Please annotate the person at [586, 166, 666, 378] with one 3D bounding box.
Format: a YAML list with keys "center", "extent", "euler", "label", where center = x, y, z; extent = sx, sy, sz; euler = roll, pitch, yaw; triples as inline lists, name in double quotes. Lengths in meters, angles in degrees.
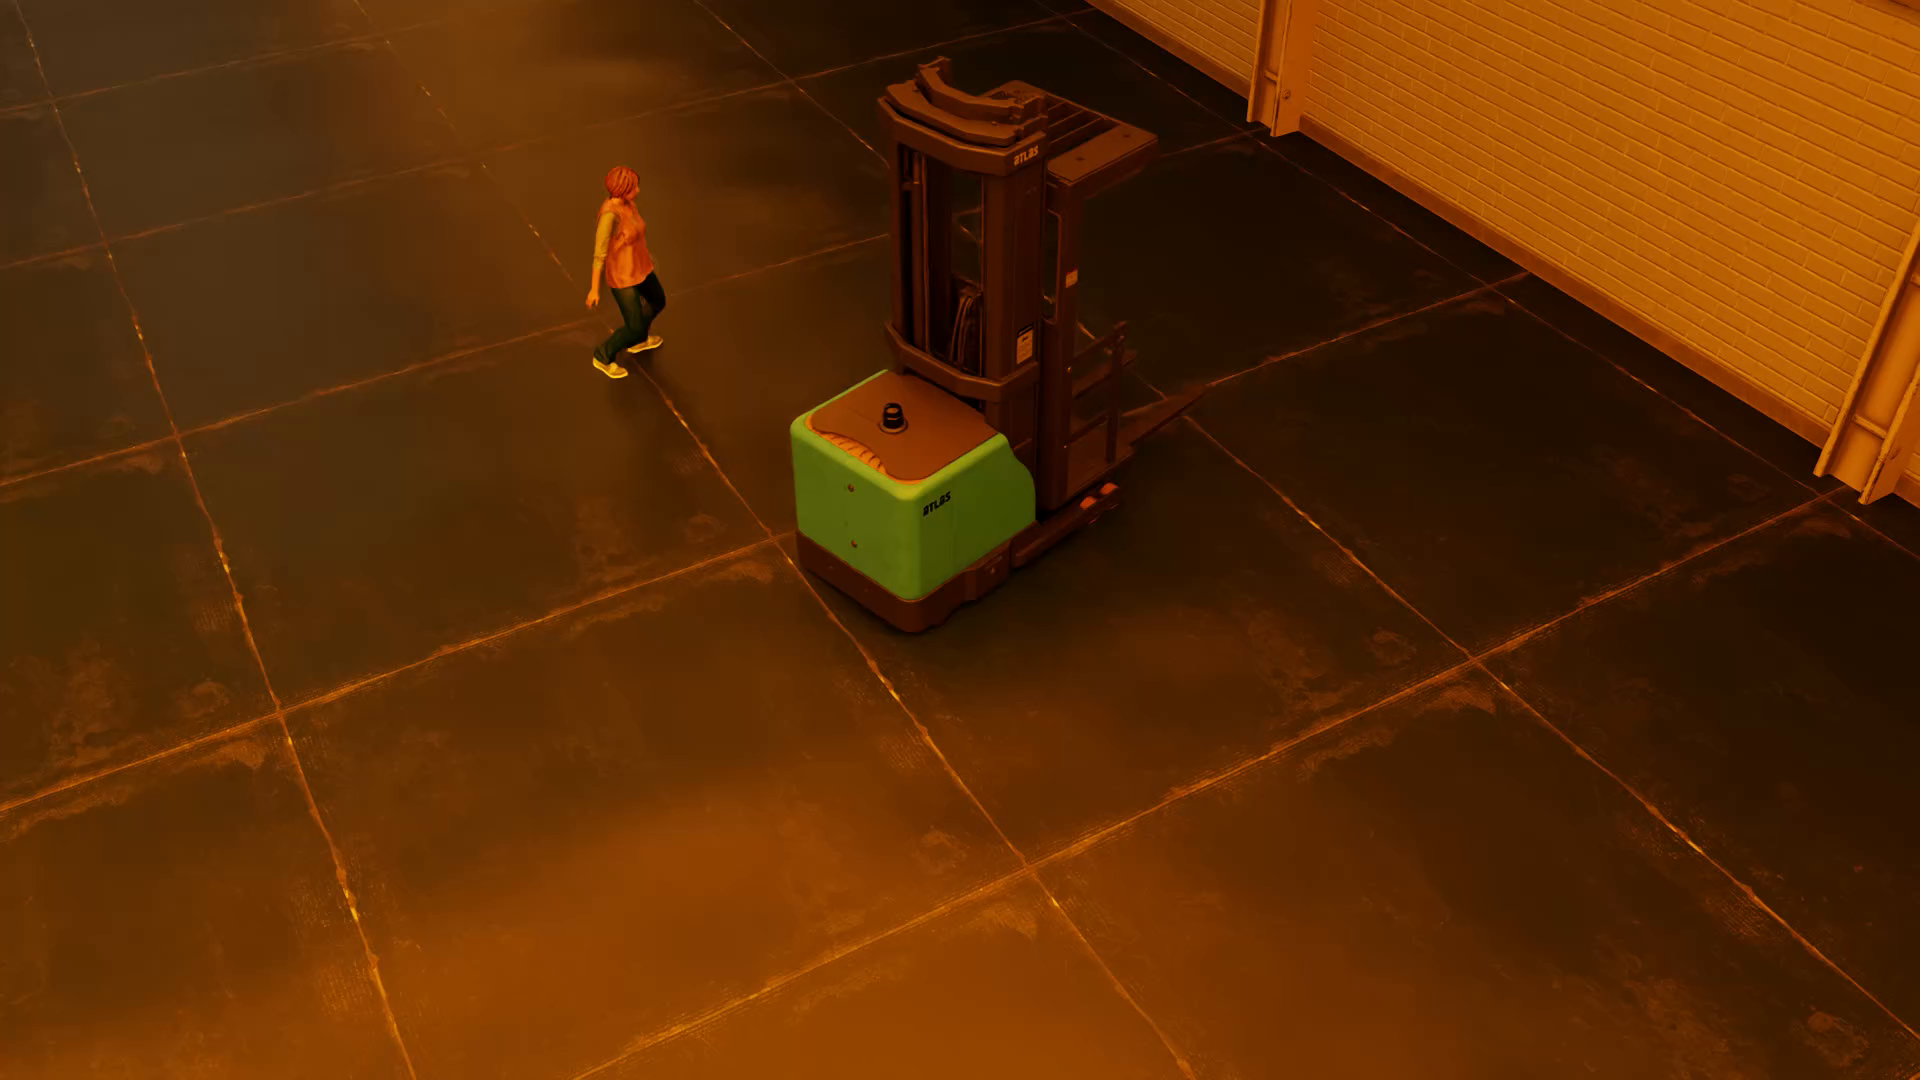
- center: [-2.337, -1.763, 11.370]
  extent: [0.437, 1.398, 0.744]
  euler: [11, 41, 13]
  label: "person"

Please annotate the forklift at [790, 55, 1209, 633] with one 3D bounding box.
- center: [0.395, -1.439, 9.771]
  extent: [1.130, 2.935, 3.031]
  euler: [32, 49, 32]
  label: "forklift"
